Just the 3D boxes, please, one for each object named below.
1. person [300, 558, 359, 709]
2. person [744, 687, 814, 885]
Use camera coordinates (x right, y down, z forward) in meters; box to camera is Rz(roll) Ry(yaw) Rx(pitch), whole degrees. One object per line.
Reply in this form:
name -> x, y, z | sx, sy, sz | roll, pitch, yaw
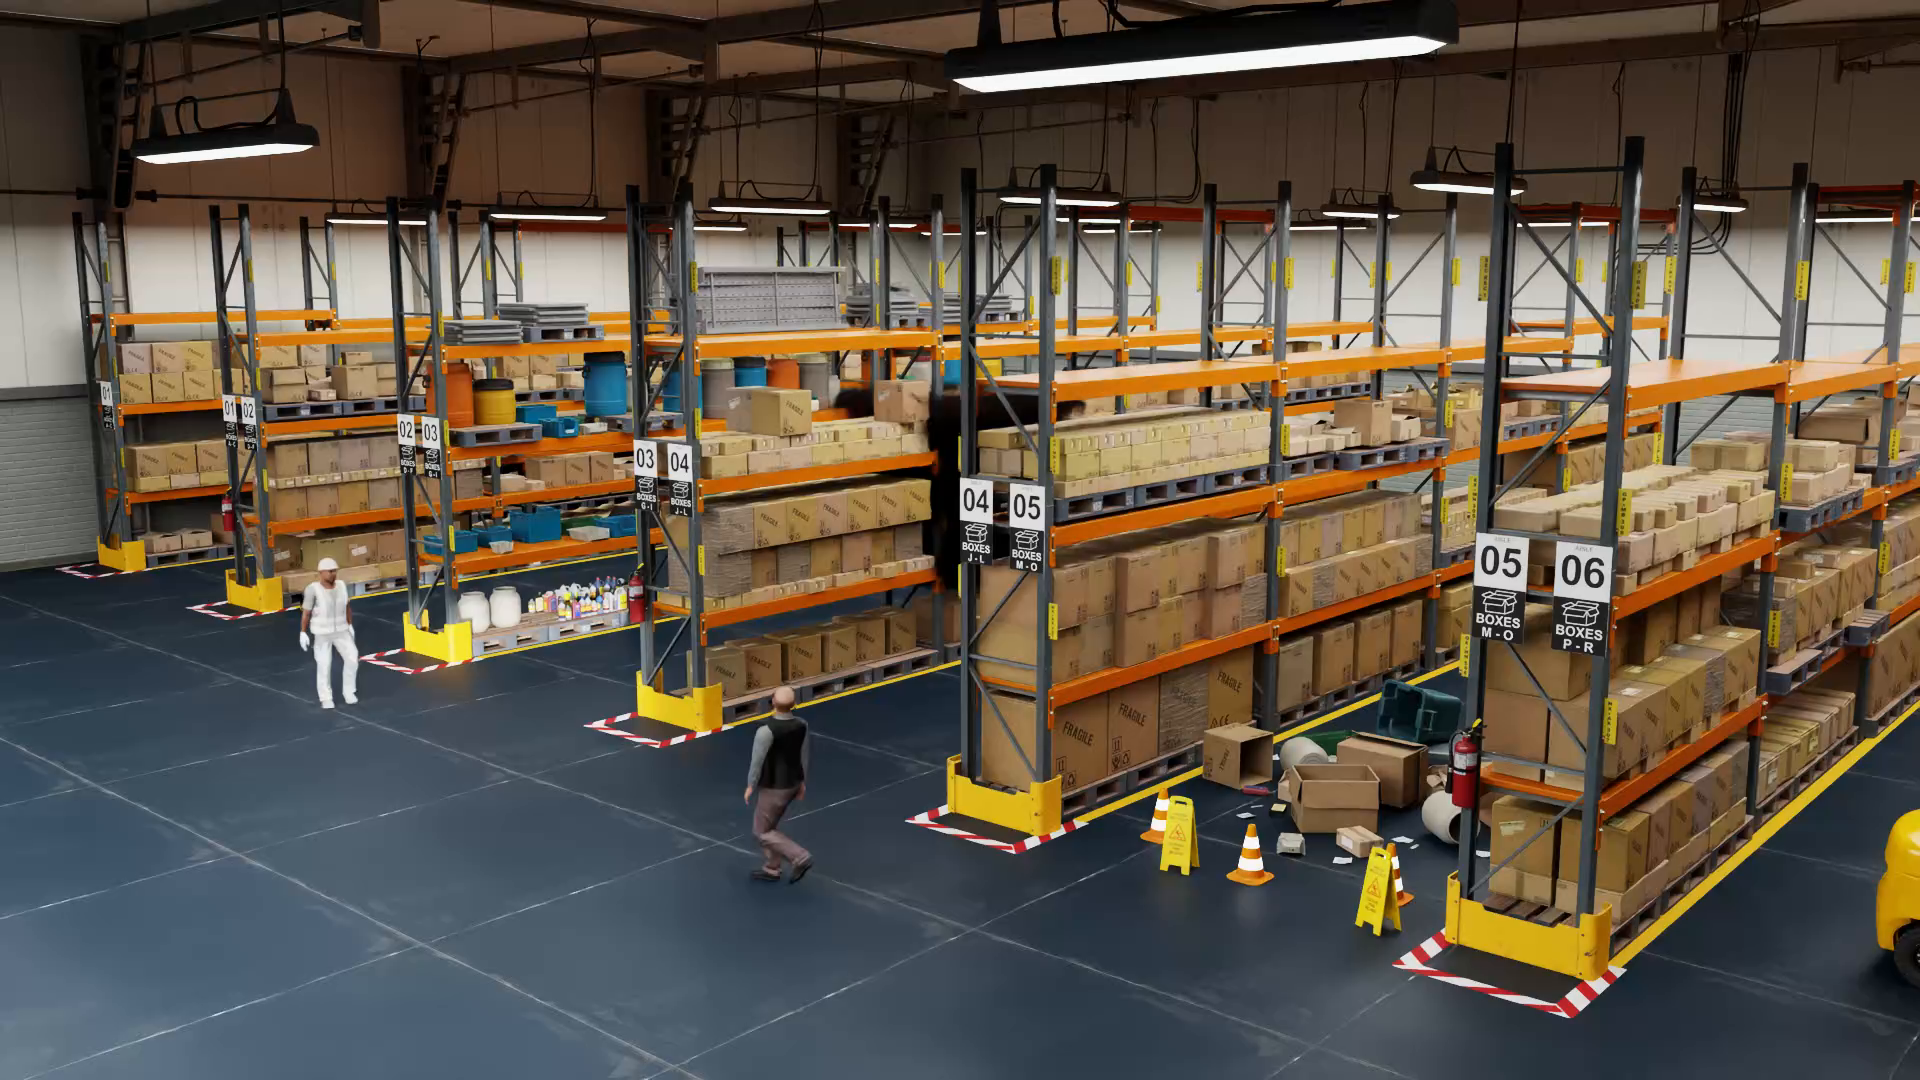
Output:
person -> -7.390, 1.086, 19.439 | 0.386, 1.782, 0.680 | 9, 13, 43
person -> -1.523, 2.057, 13.875 | 0.615, 1.695, 0.511 | 3, 10, 20
